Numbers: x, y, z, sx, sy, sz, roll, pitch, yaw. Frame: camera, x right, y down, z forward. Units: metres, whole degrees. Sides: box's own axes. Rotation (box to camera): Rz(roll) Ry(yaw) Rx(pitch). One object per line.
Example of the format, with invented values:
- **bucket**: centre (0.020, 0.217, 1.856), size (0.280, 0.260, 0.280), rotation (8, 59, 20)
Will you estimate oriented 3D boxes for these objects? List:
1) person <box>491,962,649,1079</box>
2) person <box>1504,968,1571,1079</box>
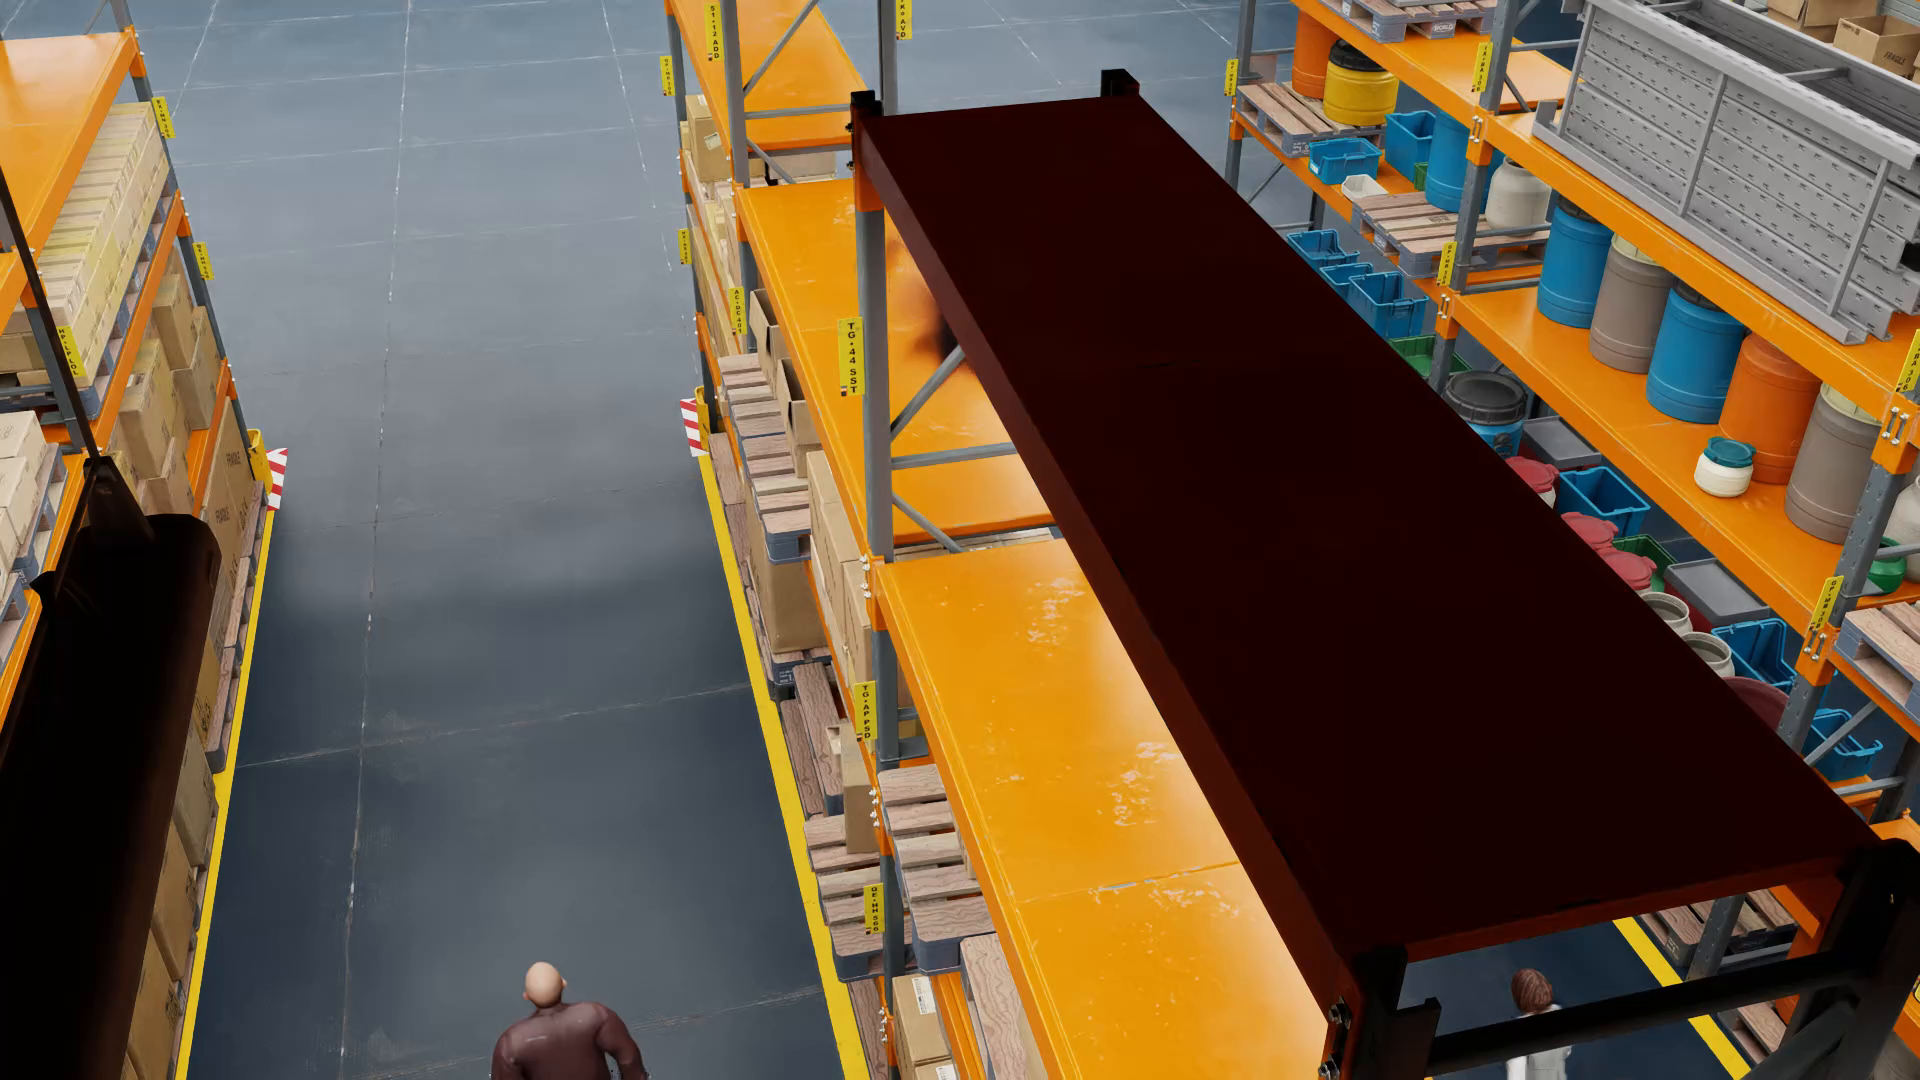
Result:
- **person**: centre (-1.846, 2.787, 8.027), size (0.705, 1.704, 0.714), rotation (-16, 38, -22)
- **person**: centre (2.904, 2.829, 8.398), size (0.522, 1.375, 0.696), rotation (-16, 38, -22)
